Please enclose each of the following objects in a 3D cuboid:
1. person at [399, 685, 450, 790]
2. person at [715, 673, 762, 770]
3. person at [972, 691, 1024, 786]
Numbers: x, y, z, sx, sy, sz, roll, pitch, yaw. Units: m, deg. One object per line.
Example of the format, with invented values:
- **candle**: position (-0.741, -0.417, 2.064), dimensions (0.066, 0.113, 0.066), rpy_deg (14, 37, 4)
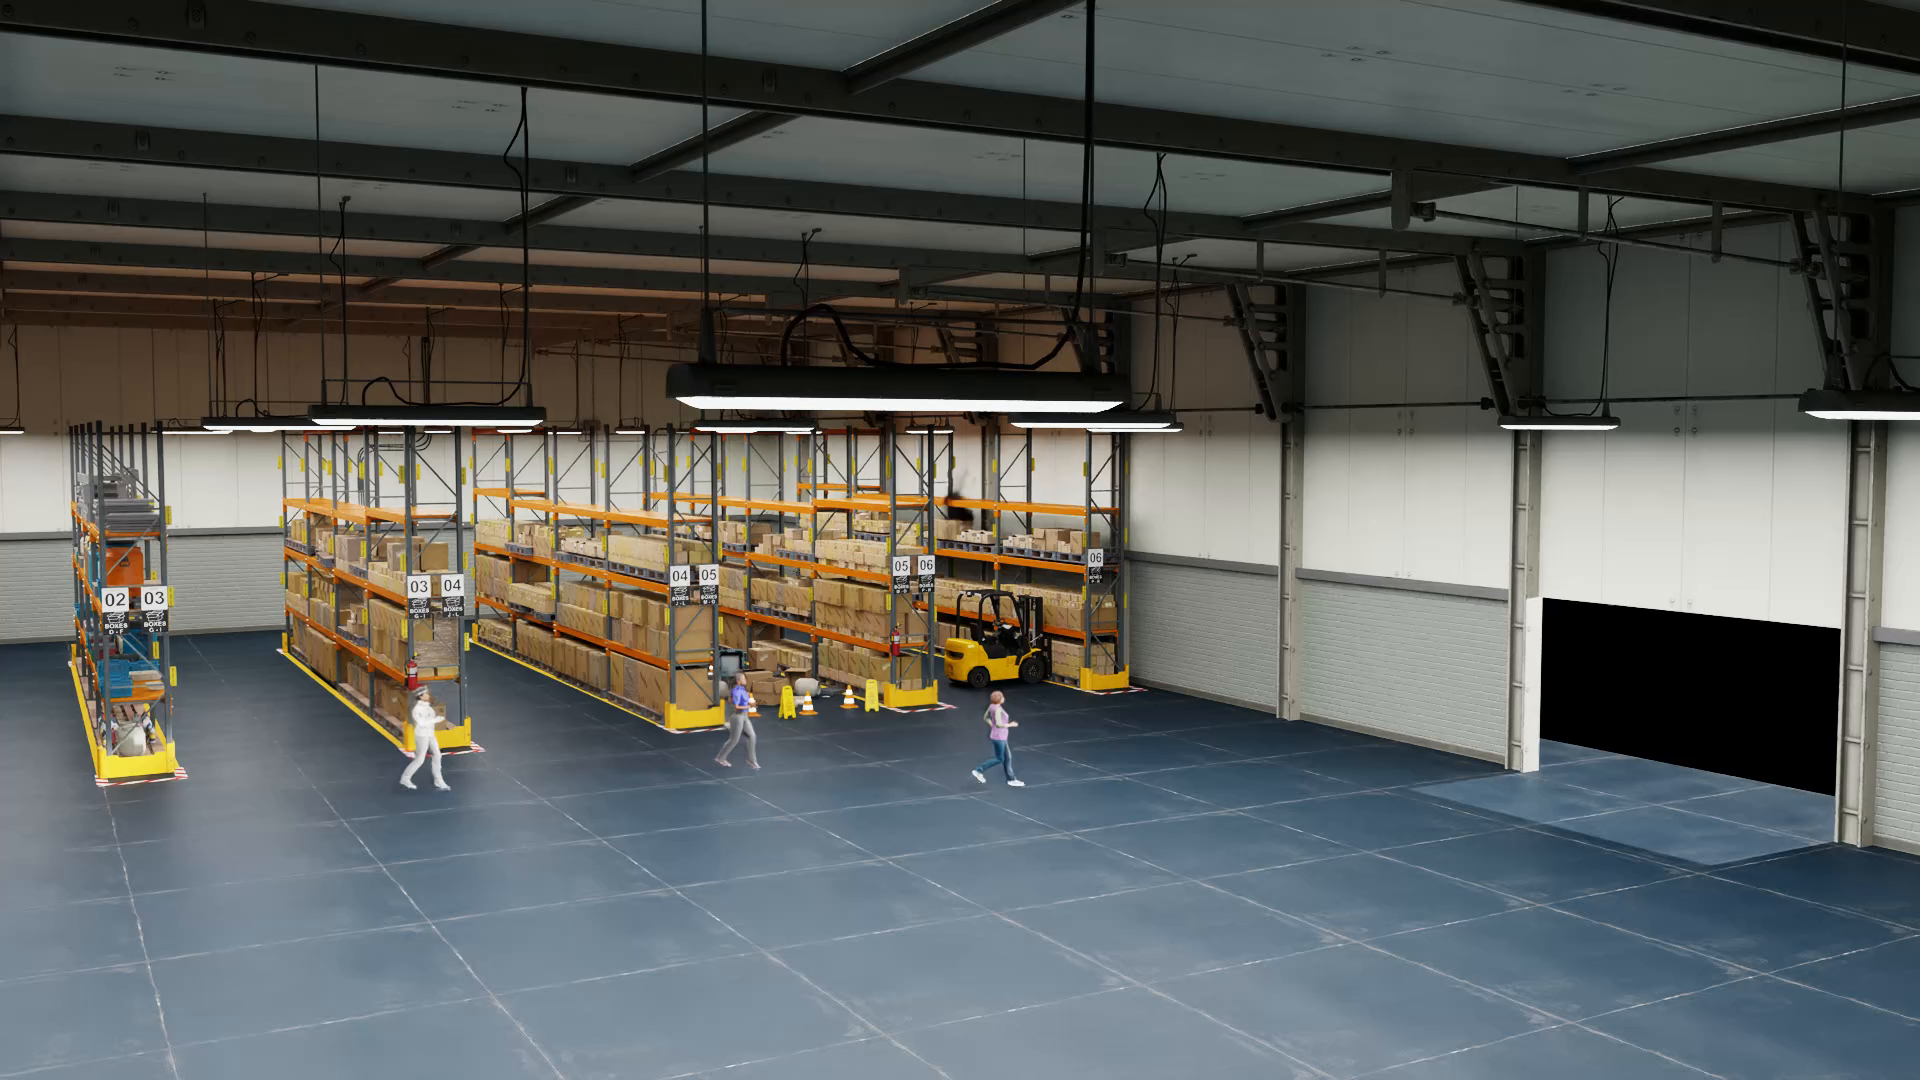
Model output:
- **person**: position (-8.659, 3.201, 26.857), dimensions (0.785, 1.725, 0.600), rpy_deg (0, 4, -2)
- **person**: position (-3.809, 3.129, 28.596), dimensions (0.764, 1.711, 0.564), rpy_deg (1, 4, 10)
- **person**: position (0.624, 3.241, 27.051), dimensions (0.867, 1.560, 0.541), rpy_deg (0, 4, -5)
